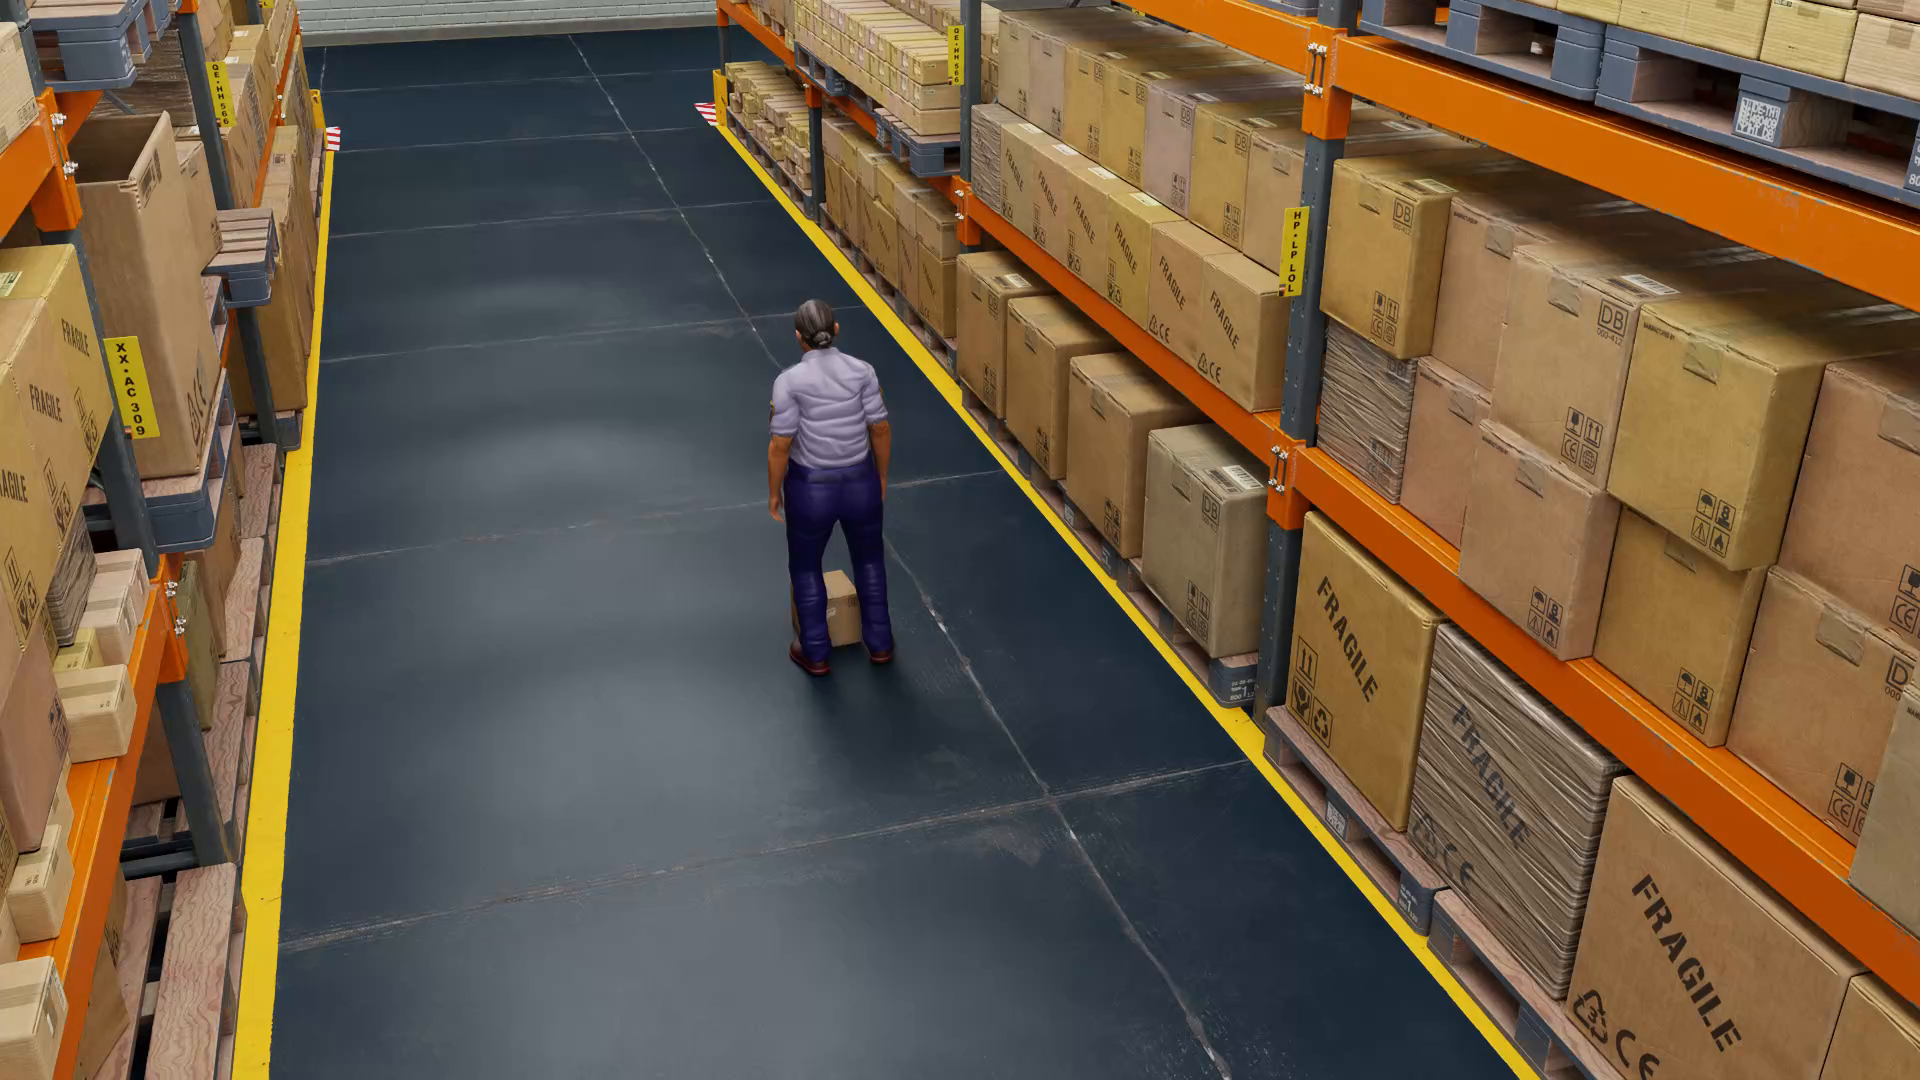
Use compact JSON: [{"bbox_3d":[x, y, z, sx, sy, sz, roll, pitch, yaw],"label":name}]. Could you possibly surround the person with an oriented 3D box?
[{"bbox_3d":[-0.535,-0.199,7.039,0.558,1.637,0.363,-9,28,-18],"label":"person"}]
